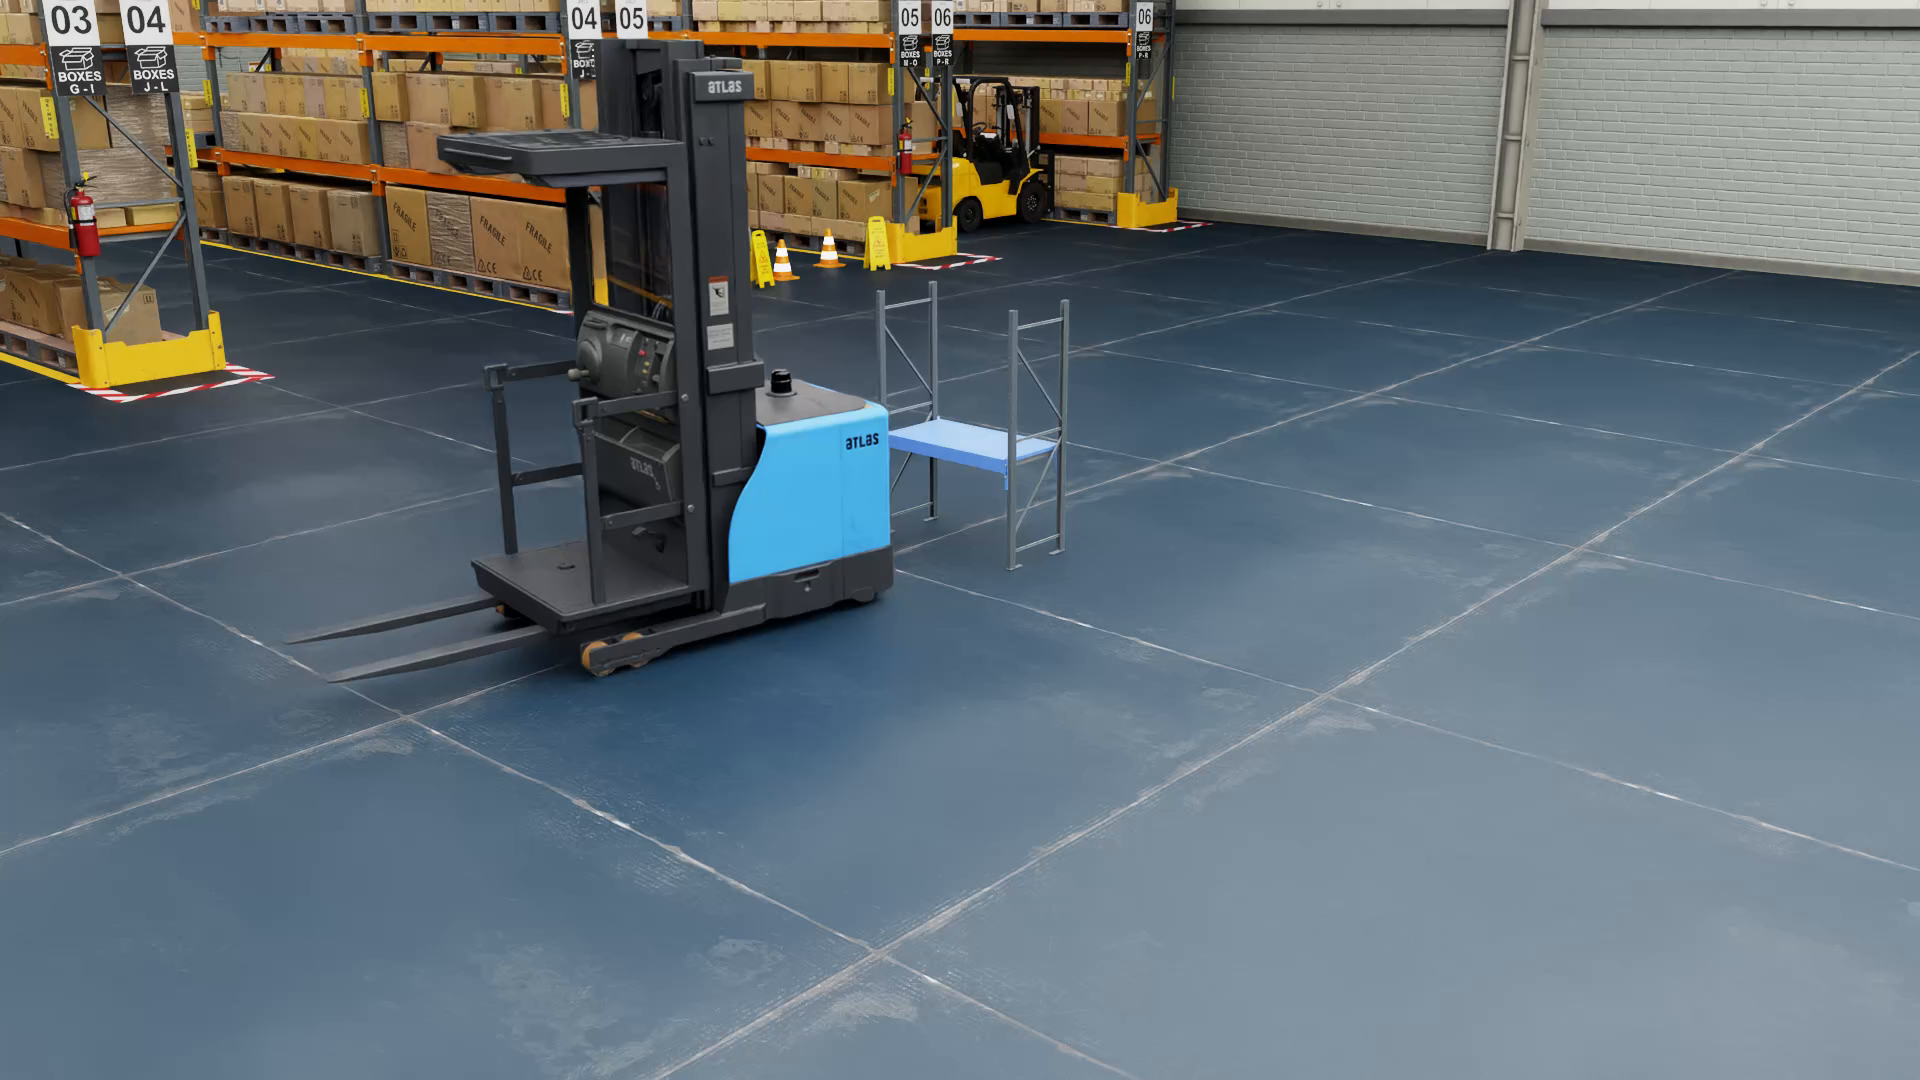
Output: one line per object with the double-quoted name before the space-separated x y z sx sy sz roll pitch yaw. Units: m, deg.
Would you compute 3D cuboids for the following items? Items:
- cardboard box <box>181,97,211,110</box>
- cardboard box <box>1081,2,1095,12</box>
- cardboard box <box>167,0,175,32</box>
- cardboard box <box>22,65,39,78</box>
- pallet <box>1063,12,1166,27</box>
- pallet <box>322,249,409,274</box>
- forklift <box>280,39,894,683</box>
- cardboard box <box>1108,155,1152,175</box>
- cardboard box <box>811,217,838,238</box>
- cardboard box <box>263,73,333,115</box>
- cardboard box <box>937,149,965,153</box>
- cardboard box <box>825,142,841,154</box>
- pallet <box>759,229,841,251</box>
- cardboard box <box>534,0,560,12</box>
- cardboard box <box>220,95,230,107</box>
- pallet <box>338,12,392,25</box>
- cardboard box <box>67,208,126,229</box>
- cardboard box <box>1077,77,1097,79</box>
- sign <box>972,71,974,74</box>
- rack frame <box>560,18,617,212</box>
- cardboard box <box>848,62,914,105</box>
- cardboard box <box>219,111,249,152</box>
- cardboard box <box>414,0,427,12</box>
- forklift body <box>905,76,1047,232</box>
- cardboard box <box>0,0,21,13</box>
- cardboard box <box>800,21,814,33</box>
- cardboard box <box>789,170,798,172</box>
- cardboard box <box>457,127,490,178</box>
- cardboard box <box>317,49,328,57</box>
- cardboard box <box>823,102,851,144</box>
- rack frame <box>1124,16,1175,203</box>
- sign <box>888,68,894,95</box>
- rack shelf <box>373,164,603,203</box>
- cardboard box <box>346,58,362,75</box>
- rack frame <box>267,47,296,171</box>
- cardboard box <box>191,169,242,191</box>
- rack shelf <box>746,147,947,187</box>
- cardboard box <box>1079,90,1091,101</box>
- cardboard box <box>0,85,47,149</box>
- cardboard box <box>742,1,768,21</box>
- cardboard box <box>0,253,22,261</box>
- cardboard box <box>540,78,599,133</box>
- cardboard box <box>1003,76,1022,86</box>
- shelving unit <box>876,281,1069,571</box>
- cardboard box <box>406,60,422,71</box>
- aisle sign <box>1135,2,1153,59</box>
"cardboard box" -10.337 -5.932 22.583 0.250 0.149 0.380 14 22 37
"cardboard box" 1.999 -7.887 24.601 0.250 0.149 0.380 14 22 38
"cardboard box" -10.644 -7.206 22.734 0.500 0.500 0.500 15 23 39
"cardboard box" -14.350 -7.385 26.112 0.500 0.500 0.500 14 22 38
"pallet" 2.308 -7.767 24.813 1.213 0.211 1.003 15 23 39
"pallet" -7.301 -3.579 21.041 1.213 0.211 1.003 15 23 39
"forklift" -1.831 -0.917 8.157 3.031 2.935 1.130 -14 22 -36
"cardboard box" 2.586 -5.737 25.428 0.500 0.250 0.500 15 23 38
"cardboard box" -1.637 -4.204 22.252 0.500 0.250 0.500 15 23 39
"cardboard box" -8.572 -5.802 21.616 0.500 0.500 0.700 15 23 38
"cardboard box" -0.018 -6.233 26.990 0.500 0.250 0.500 15 23 38
"cardboard box" -1.547 -5.141 21.769 0.250 0.149 0.380 16 23 40
"pallet" -2.021 -4.210 23.028 1.213 0.211 1.003 15 23 39
"cardboard box" -4.156 -5.515 17.128 0.250 0.149 0.380 15 23 39
"cardboard box" -10.086 -6.128 23.198 0.250 0.149 0.380 14 23 38
"pallet" -10.052 -9.071 28.924 1.213 0.211 1.003 15 23 39
"cardboard box" -7.400 -2.756 14.253 0.250 0.149 0.380 15 23 39
"cardboard box" 1.941 -7.056 25.657 0.250 0.149 0.380 16 24 41
"sign" 0.195 -7.611 27.572 0.005 0.325 0.100 15 23 39
"rack frame" -3.682 -3.967 17.654 0.127 3.000 1.000 15 23 39
"cardboard box" -0.999 -5.827 21.203 0.500 0.500 0.700 14 23 38
"cardboard box" -9.509 -5.470 22.224 0.500 0.500 0.500 15 23 40
"cardboard box" -5.865 -5.974 18.575 0.250 0.149 0.380 15 23 38
"forklift body" 0.191 -5.795 24.815 1.214 2.155 2.313 15 23 39
"cardboard box" -7.859 -4.508 13.987 0.250 0.149 0.380 14 22 37
"cardboard box" -1.864 -6.689 21.687 0.250 0.149 0.380 14 22 38
"cardboard box" -2.079 -4.896 23.191 0.500 0.500 0.500 17 24 42
"cardboard box" -5.175 -4.446 18.916 0.500 0.550 0.875 15 23 39
"cardboard box" -11.225 -8.699 29.672 0.250 0.149 0.380 14 23 38
"cardboard box" -1.432 -5.445 21.654 0.500 0.500 0.500 15 23 39
"rack frame" 2.820 -6.231 24.788 0.127 3.000 1.000 15 23 39
"sign" -0.855 -5.689 20.641 0.005 0.325 0.100 15 23 39
"rack shelf" -5.178 -4.026 19.028 4.000 0.370 1.077 15 23 39
"cardboard box" -10.358 -8.177 29.101 0.500 0.500 0.500 15 23 38
"rack frame" -12.439 -8.320 31.369 0.127 3.000 1.000 15 23 39
"cardboard box" -10.351 -5.018 23.162 0.500 0.250 0.500 14 23 38
"rack shelf" -1.968 -5.166 22.621 4.000 0.370 1.077 15 23 39
"cardboard box" 2.010 -6.705 25.042 0.250 0.149 0.380 16 23 40
"cardboard box" -8.003 -3.685 14.455 0.500 0.500 0.500 15 23 39
"cardboard box" -2.559 -7.055 22.182 0.500 0.250 0.500 15 23 40
"cardboard box" -9.769 -2.588 16.746 0.500 0.500 0.500 14 22 38
"cardboard box" -3.934 -4.637 17.730 0.550 0.550 0.875 15 23 39
"cardboard box" 0.886 -7.161 25.988 0.250 0.149 0.380 15 23 39
"shelving unit" 0.064 -0.698 9.831 1.048 1.500 0.538 15 23 39
"cardboard box" -8.910 -7.792 27.887 0.500 0.500 0.500 15 23 39
"aisle sign" 2.674 -7.391 24.144 0.004 0.787 0.394 15 23 39
